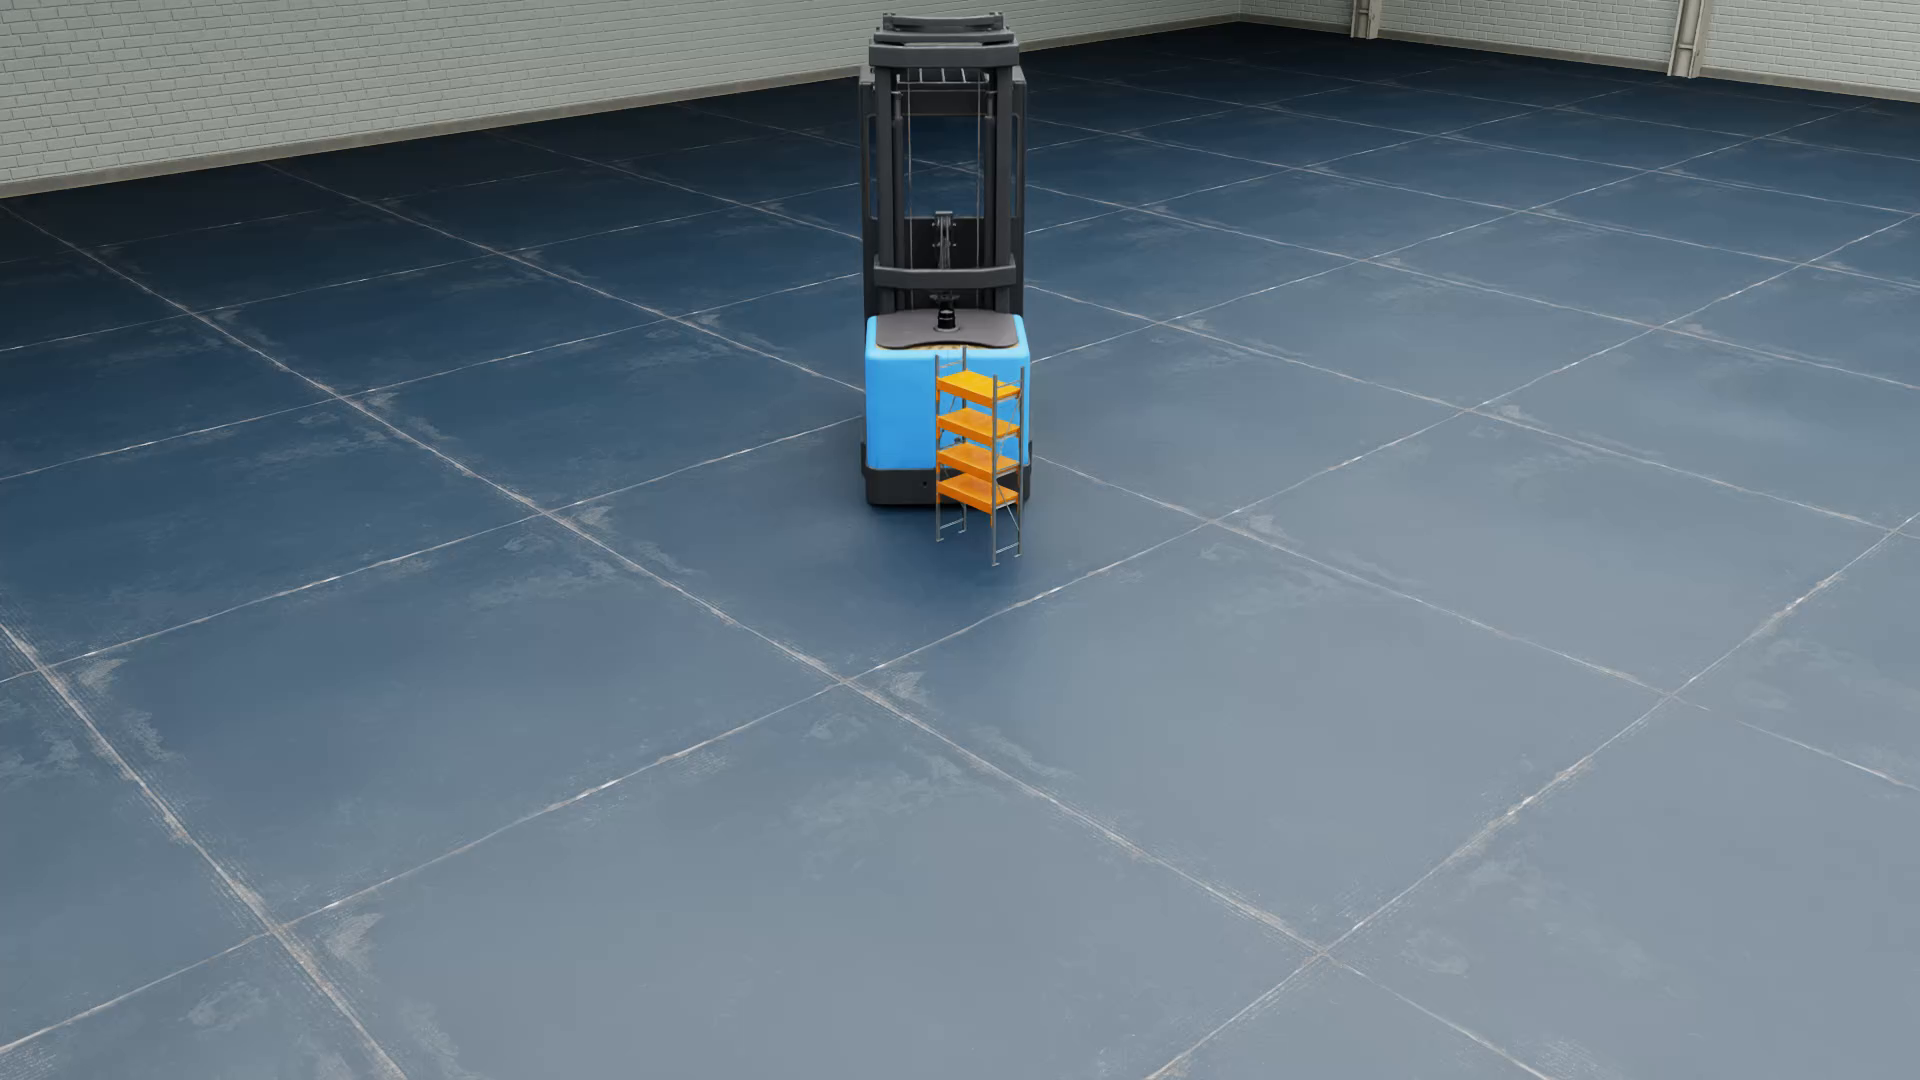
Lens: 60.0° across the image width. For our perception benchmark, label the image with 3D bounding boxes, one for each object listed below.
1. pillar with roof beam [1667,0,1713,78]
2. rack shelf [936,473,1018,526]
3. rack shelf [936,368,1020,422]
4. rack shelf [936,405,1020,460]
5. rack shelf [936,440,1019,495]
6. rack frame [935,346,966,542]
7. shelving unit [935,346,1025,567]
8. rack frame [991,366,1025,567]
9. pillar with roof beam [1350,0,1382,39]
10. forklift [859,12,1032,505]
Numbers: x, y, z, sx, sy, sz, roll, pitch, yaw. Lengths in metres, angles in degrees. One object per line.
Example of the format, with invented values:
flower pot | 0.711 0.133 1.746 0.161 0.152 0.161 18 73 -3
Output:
pillar with roof beam | 8.346 -10.245 21.866 9.100 9.000 0.400 -21 32 -38
rack shelf | 0.113 -0.254 10.001 0.258 0.148 0.480 -21 32 -38
rack shelf | 0.113 -0.853 9.728 0.258 0.148 0.480 -21 32 -38
rack shelf | 0.113 -0.638 9.826 0.258 0.148 0.480 -21 32 -38
rack shelf | 0.113 -0.435 9.919 0.258 0.148 0.480 -21 32 -38
rack frame | -0.054 -0.570 10.053 0.240 1.200 0.015 -21 32 -38
shelving unit | 0.113 -0.496 9.891 0.258 1.200 0.503 -21 32 -38
rack frame | 0.280 -0.422 9.729 0.240 1.200 0.015 -21 32 -38
pillar with roof beam | 4.245 -12.063 25.851 9.100 9.000 0.400 -21 32 -38
forklift | -0.120 -2.126 11.380 1.130 2.935 3.031 -1 25 -2
